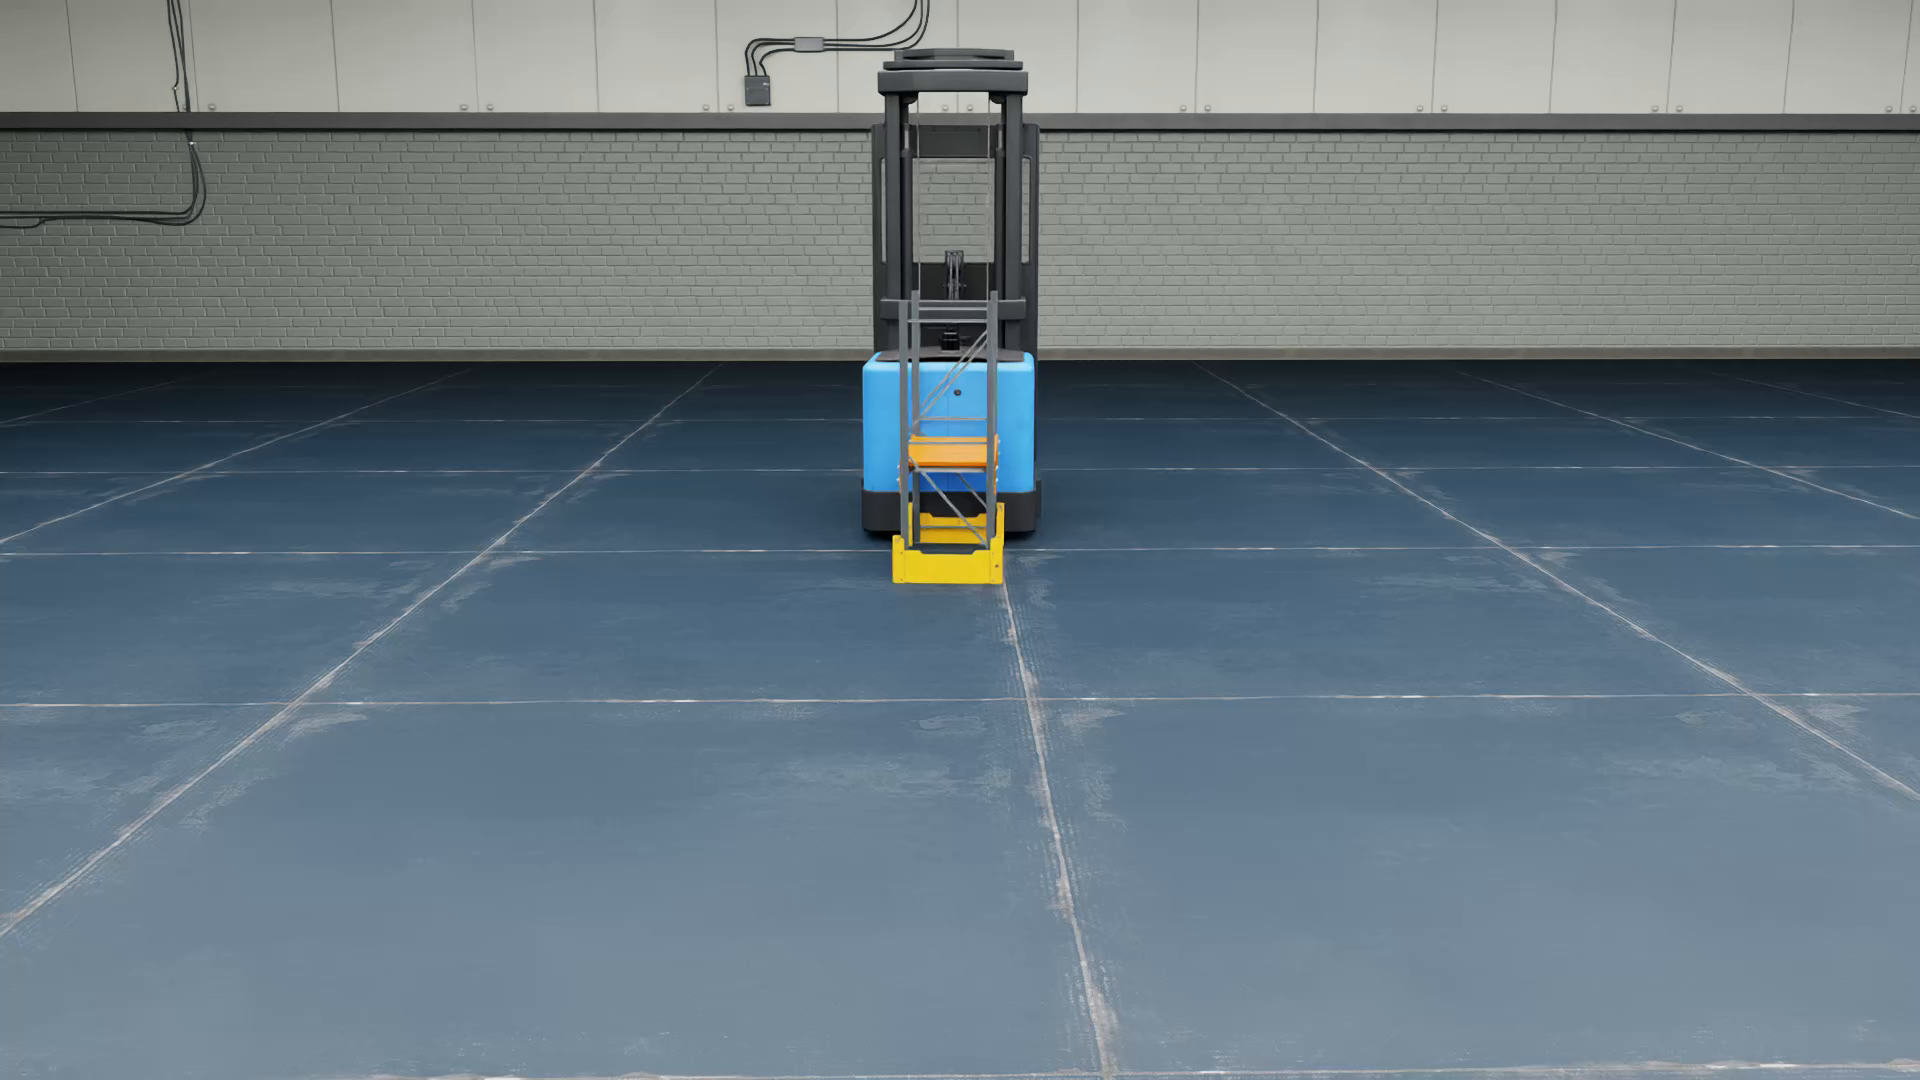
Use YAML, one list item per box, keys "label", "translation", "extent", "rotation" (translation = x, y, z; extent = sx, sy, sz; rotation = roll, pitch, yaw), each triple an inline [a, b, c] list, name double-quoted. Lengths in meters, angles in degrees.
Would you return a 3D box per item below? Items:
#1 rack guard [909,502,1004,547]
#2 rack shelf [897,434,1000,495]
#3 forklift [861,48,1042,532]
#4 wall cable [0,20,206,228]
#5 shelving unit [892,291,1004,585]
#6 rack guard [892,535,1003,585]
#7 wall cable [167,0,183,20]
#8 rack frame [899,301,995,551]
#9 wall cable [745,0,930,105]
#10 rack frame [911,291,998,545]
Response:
- label: "rack guard"
  translation: [-0.033, -0.093, 9.887]
  extent: [0.587, 0.250, 0.087]
  rotation: [0, 11, 2]
- label: "rack shelf"
  translation: [-0.049, -0.432, 9.319]
  extent: [0.538, 0.185, 1.000]
  rotation: [0, 11, 2]
- label: "forklift"
  translation: [-0.020, -1.718, 11.154]
  extent: [1.130, 2.935, 3.031]
  rotation: [0, 11, 2]
- label: "wall cable"
  translation: [-11.018, -5.160, 20.671]
  extent: [3.097, 2.526, 0.112]
  rotation: [0, 11, -1]
- label: "shelving unit"
  translation: [-0.050, -0.606, 9.275]
  extent: [0.587, 1.500, 1.083]
  rotation: [0, 11, 2]
- label: "rack guard"
  translation: [-0.067, 0.105, 8.911]
  extent: [0.587, 0.250, 0.087]
  rotation: [0, 11, 2]
- label: "wall cable"
  translation: [-8.314, -7.646, 20.224]
  extent: [3.097, 2.526, 0.112]
  rotation: [0, 11, -1]
- label: "rack frame"
  translation: [-0.067, -0.507, 8.786]
  extent: [0.500, 1.500, 0.032]
  rotation: [0, 11, 2]
- label: "wall cable"
  translation: [-1.527, -8.384, 20.201]
  extent: [2.305, 6.003, 0.169]
  rotation: [0, 11, -1]
- label: "rack frame"
  translation: [-0.032, -0.709, 9.781]
  extent: [0.500, 1.500, 0.032]
  rotation: [0, 11, 2]
